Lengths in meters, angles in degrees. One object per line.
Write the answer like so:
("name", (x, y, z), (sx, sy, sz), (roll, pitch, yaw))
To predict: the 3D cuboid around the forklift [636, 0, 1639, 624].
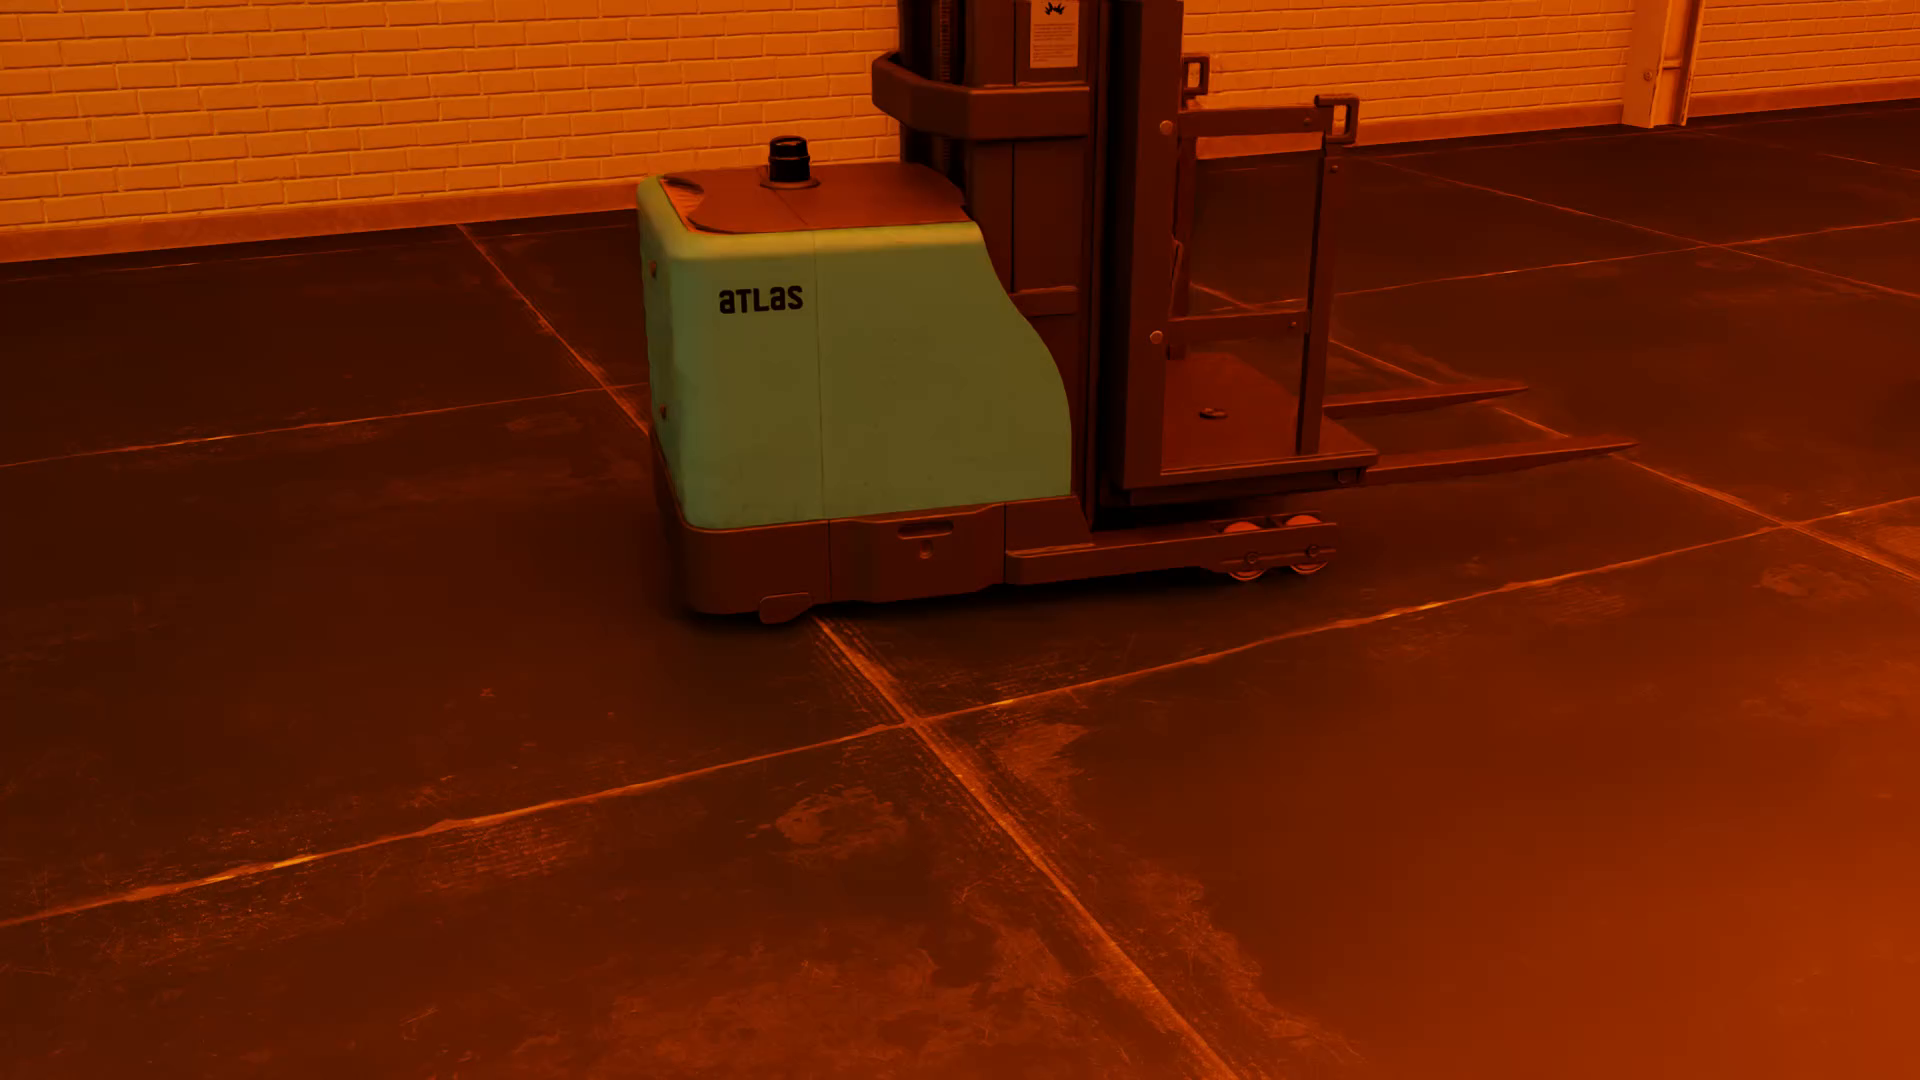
("forklift", (0.607, -1.425, 4.717), (3.031, 2.935, 1.130), (-6, 23, -14))
